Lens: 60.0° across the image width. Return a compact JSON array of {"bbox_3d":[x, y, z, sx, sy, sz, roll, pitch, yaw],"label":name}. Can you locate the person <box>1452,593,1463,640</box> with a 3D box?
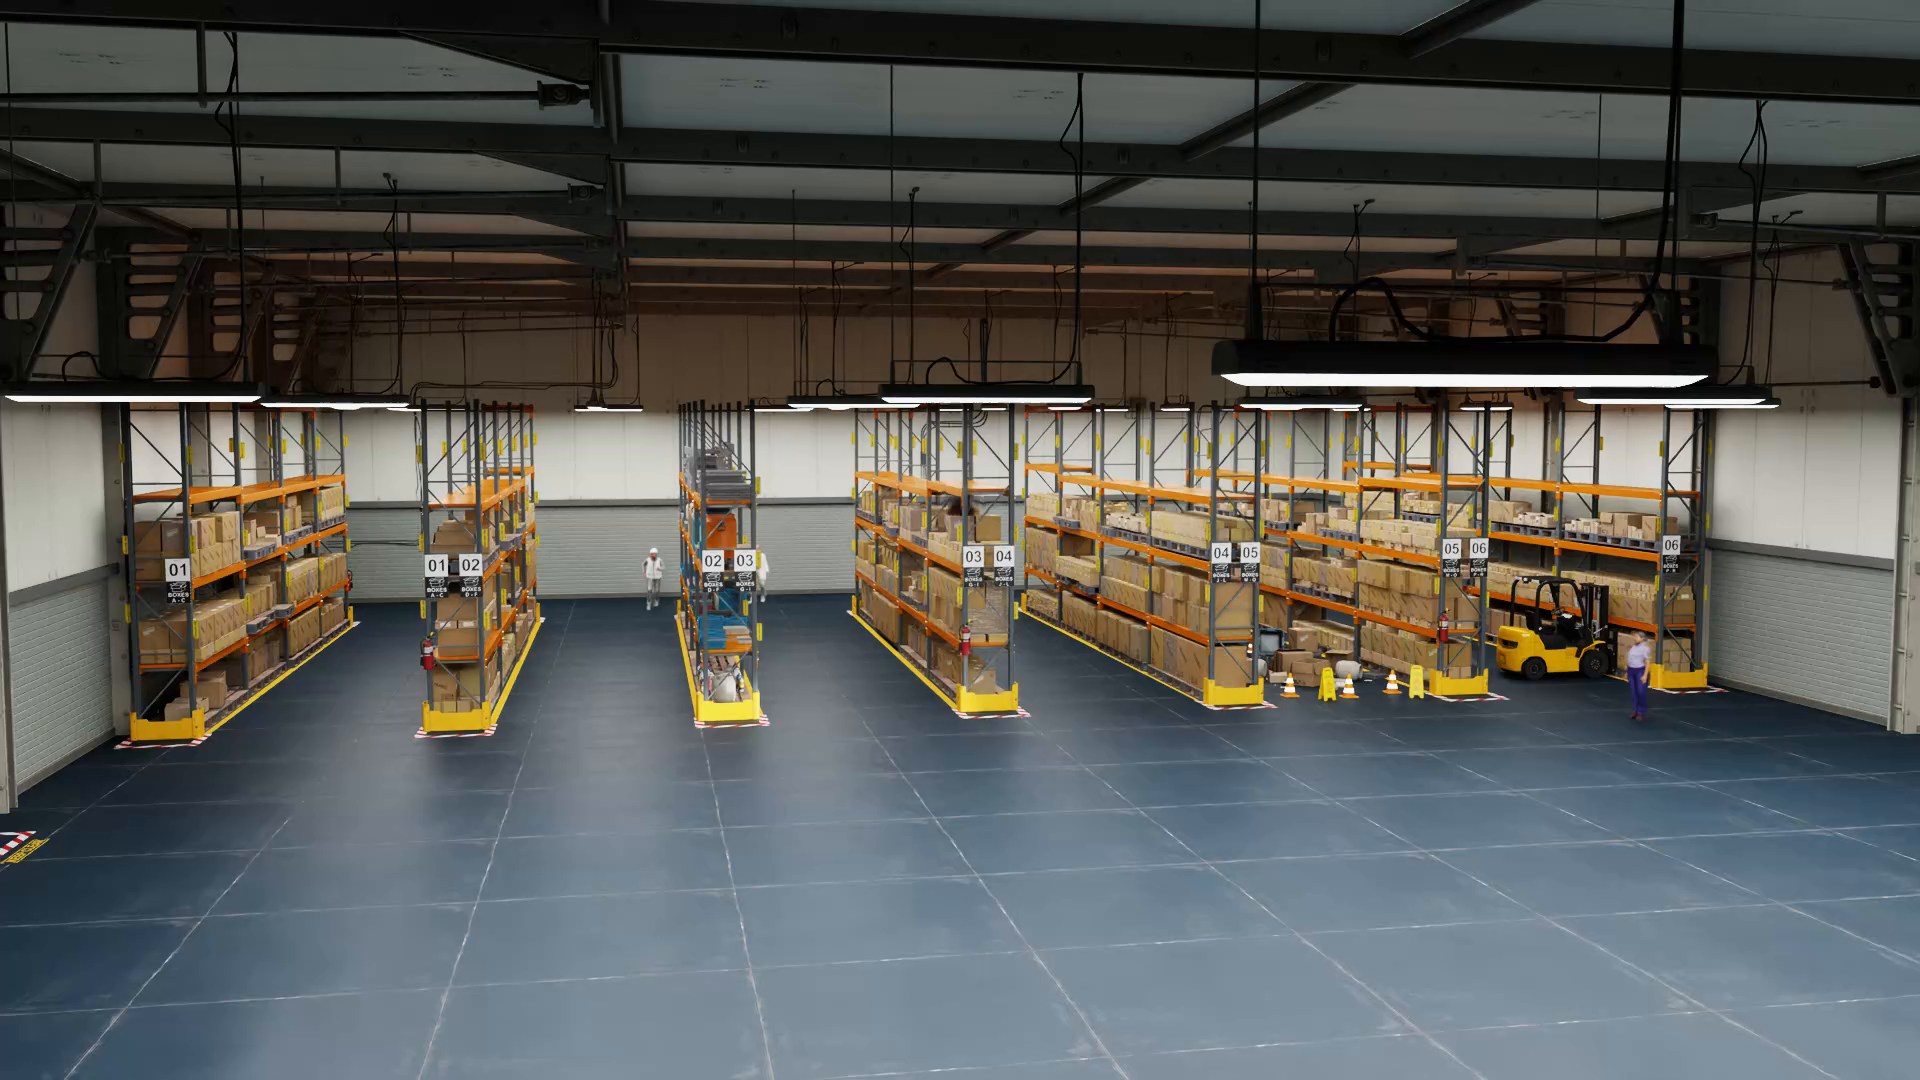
[{"bbox_3d":[11.443,1.995,38.342,0.410,1.694,0.513,1,4,14],"label":"person"}]

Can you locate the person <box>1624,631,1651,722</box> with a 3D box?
[{"bbox_3d":[12.736,2.553,31.254,0.476,1.675,0.492,-3,5,-35],"label":"person"}]

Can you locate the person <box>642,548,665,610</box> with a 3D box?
[{"bbox_3d":[-9.043,1.147,49.111,0.686,1.824,0.810,-1,4,-10],"label":"person"}]

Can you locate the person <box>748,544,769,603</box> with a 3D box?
[{"bbox_3d":[-6.159,1.038,50.560,0.666,1.746,0.567,0,4,3],"label":"person"}]
